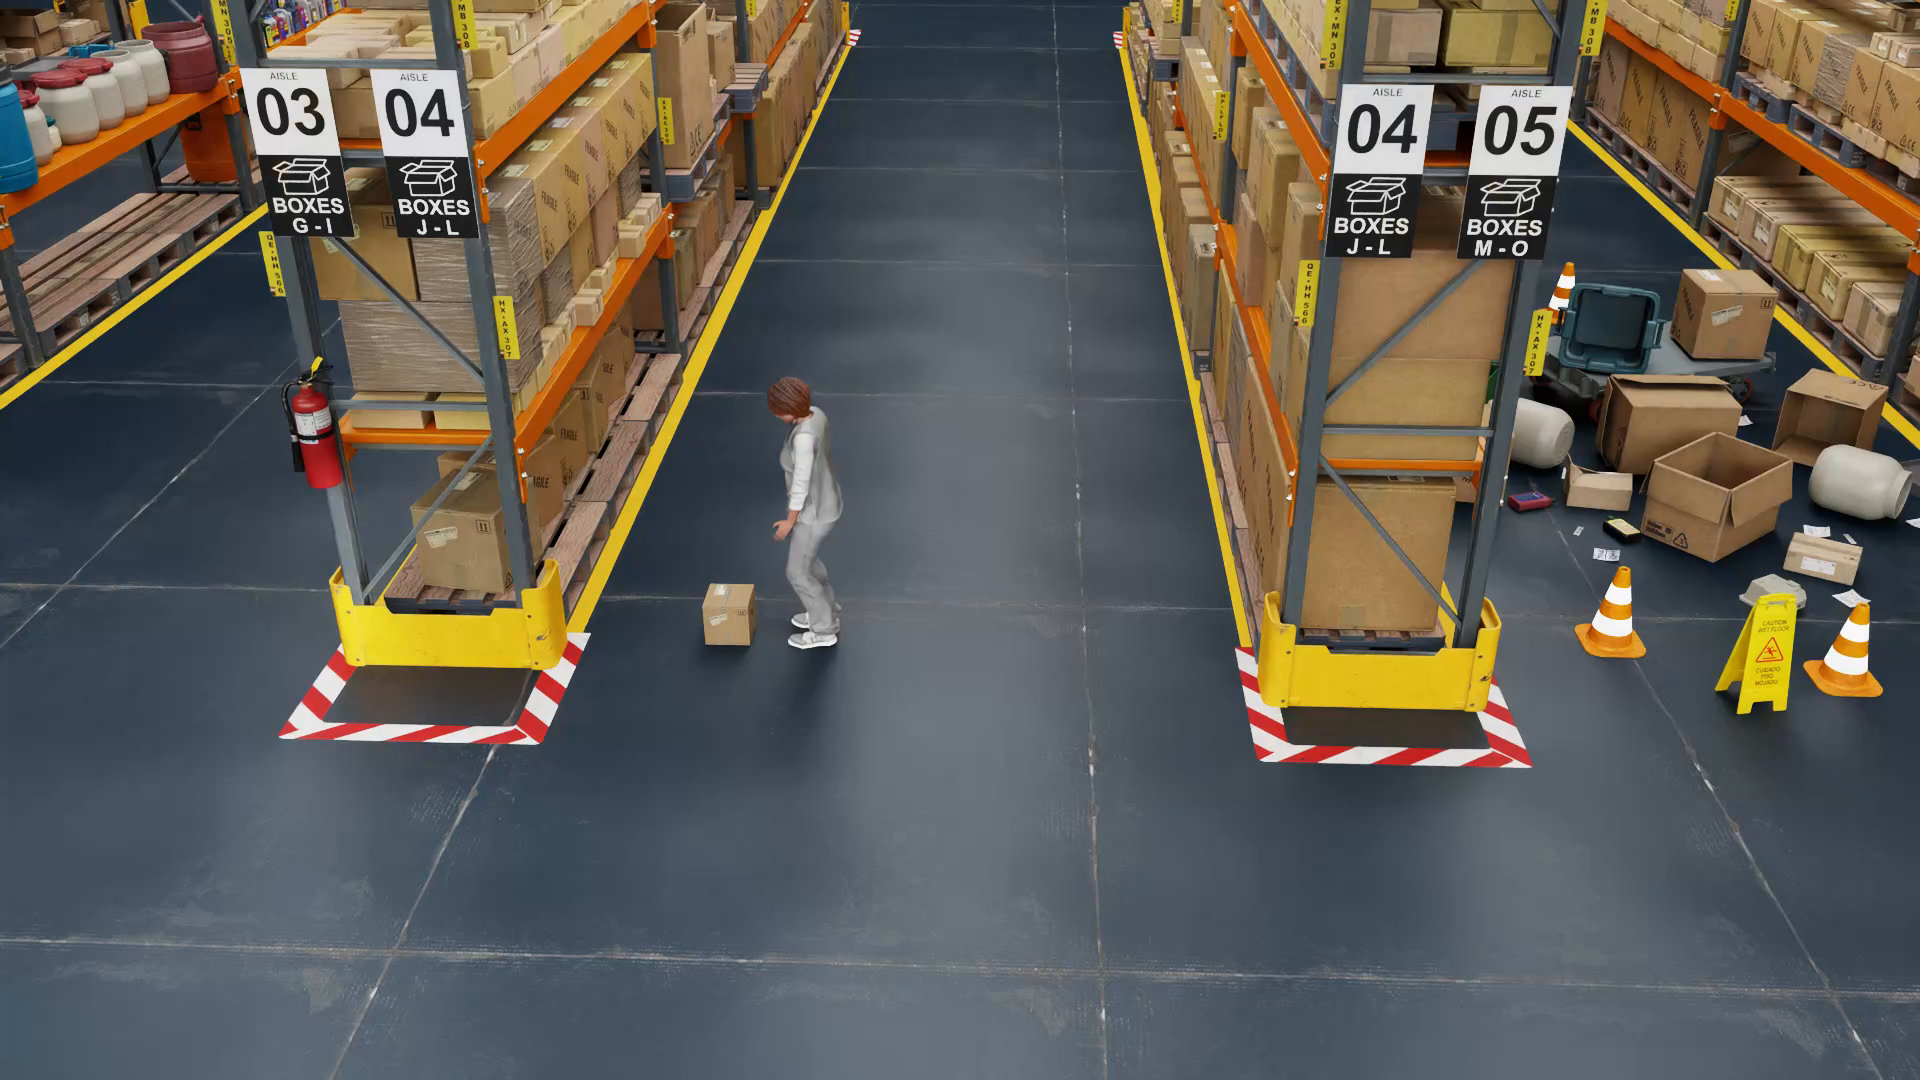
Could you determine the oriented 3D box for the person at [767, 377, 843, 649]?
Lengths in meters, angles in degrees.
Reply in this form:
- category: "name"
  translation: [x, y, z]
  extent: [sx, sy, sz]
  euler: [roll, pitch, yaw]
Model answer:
- category: "person"
  translation: [-0.815, -0.139, 8.933]
  extent: [0.368, 1.566, 0.423]
  euler: [2, 28, 3]
